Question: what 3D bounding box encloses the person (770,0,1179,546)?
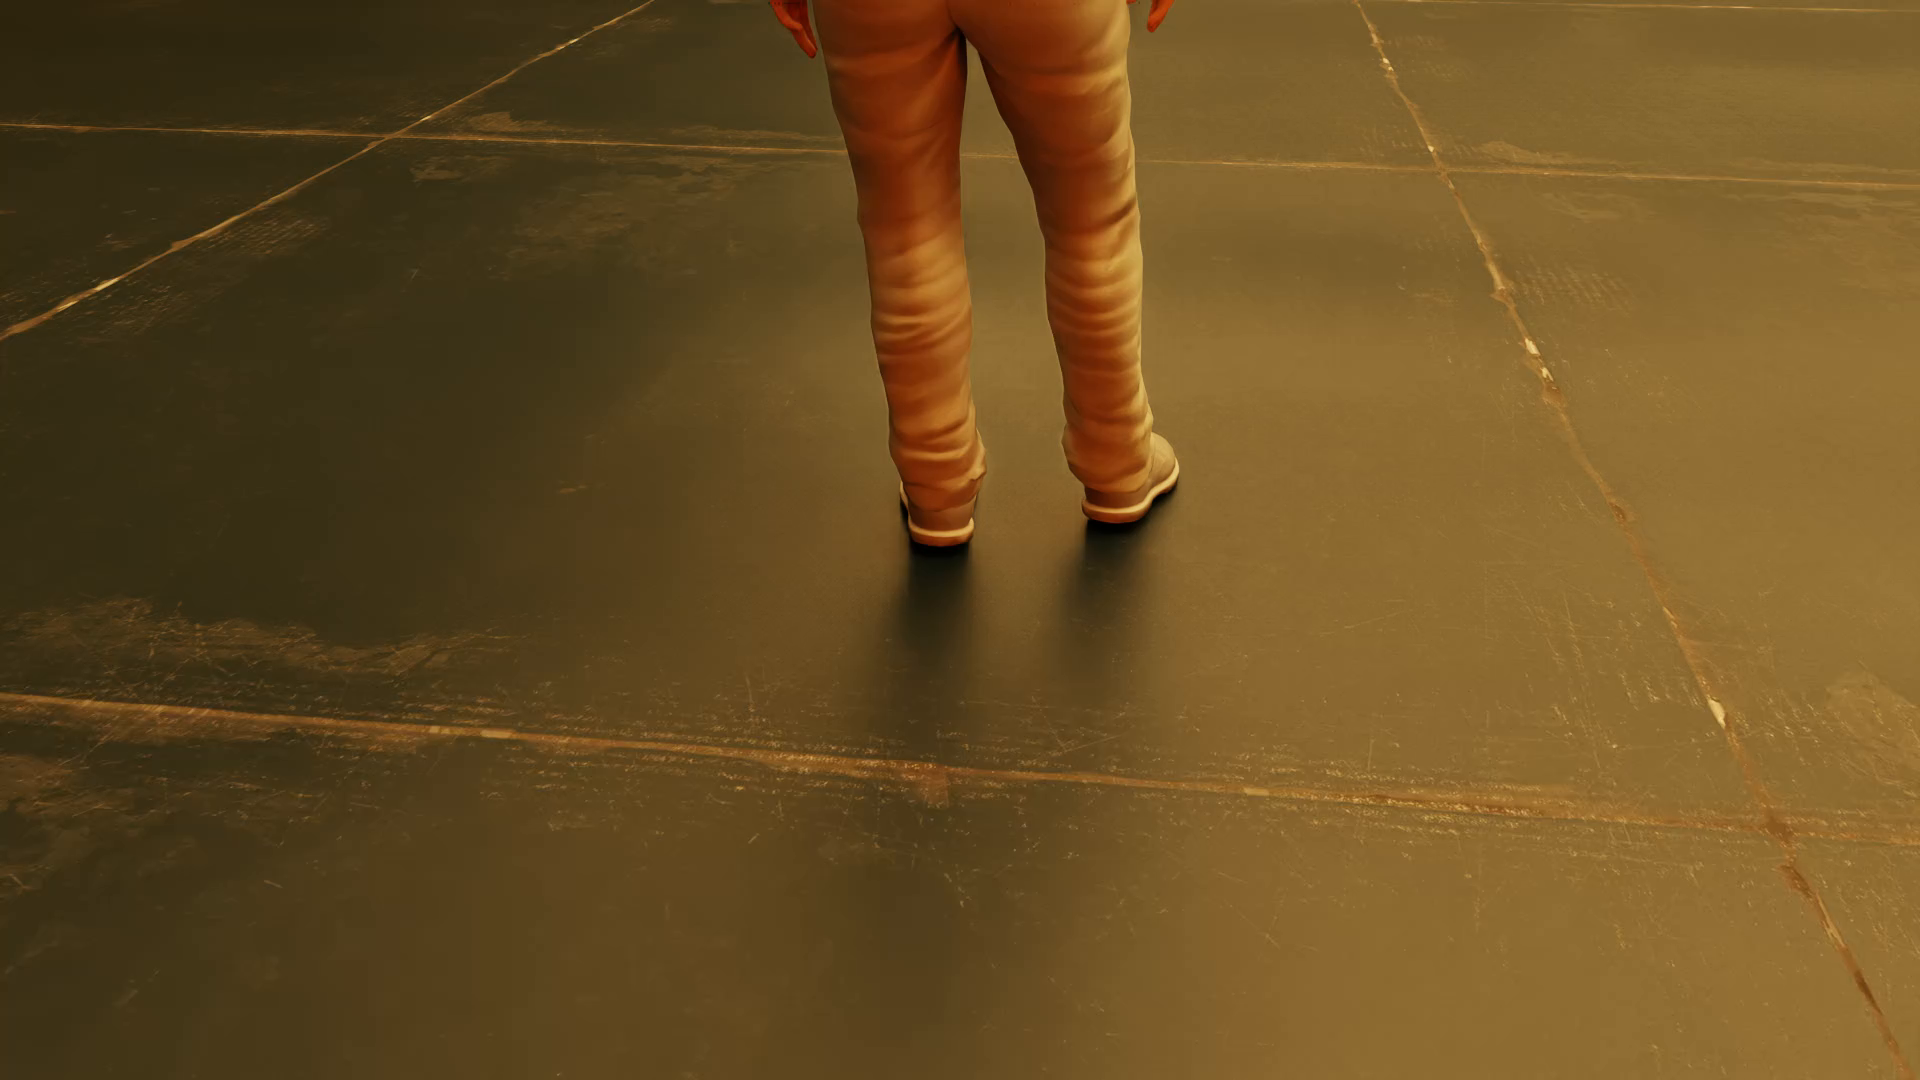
[{"bbox_3d":[0.033,-0.784,2.190,0.598,1.670,0.529,3,27,7],"label":"person"}]
